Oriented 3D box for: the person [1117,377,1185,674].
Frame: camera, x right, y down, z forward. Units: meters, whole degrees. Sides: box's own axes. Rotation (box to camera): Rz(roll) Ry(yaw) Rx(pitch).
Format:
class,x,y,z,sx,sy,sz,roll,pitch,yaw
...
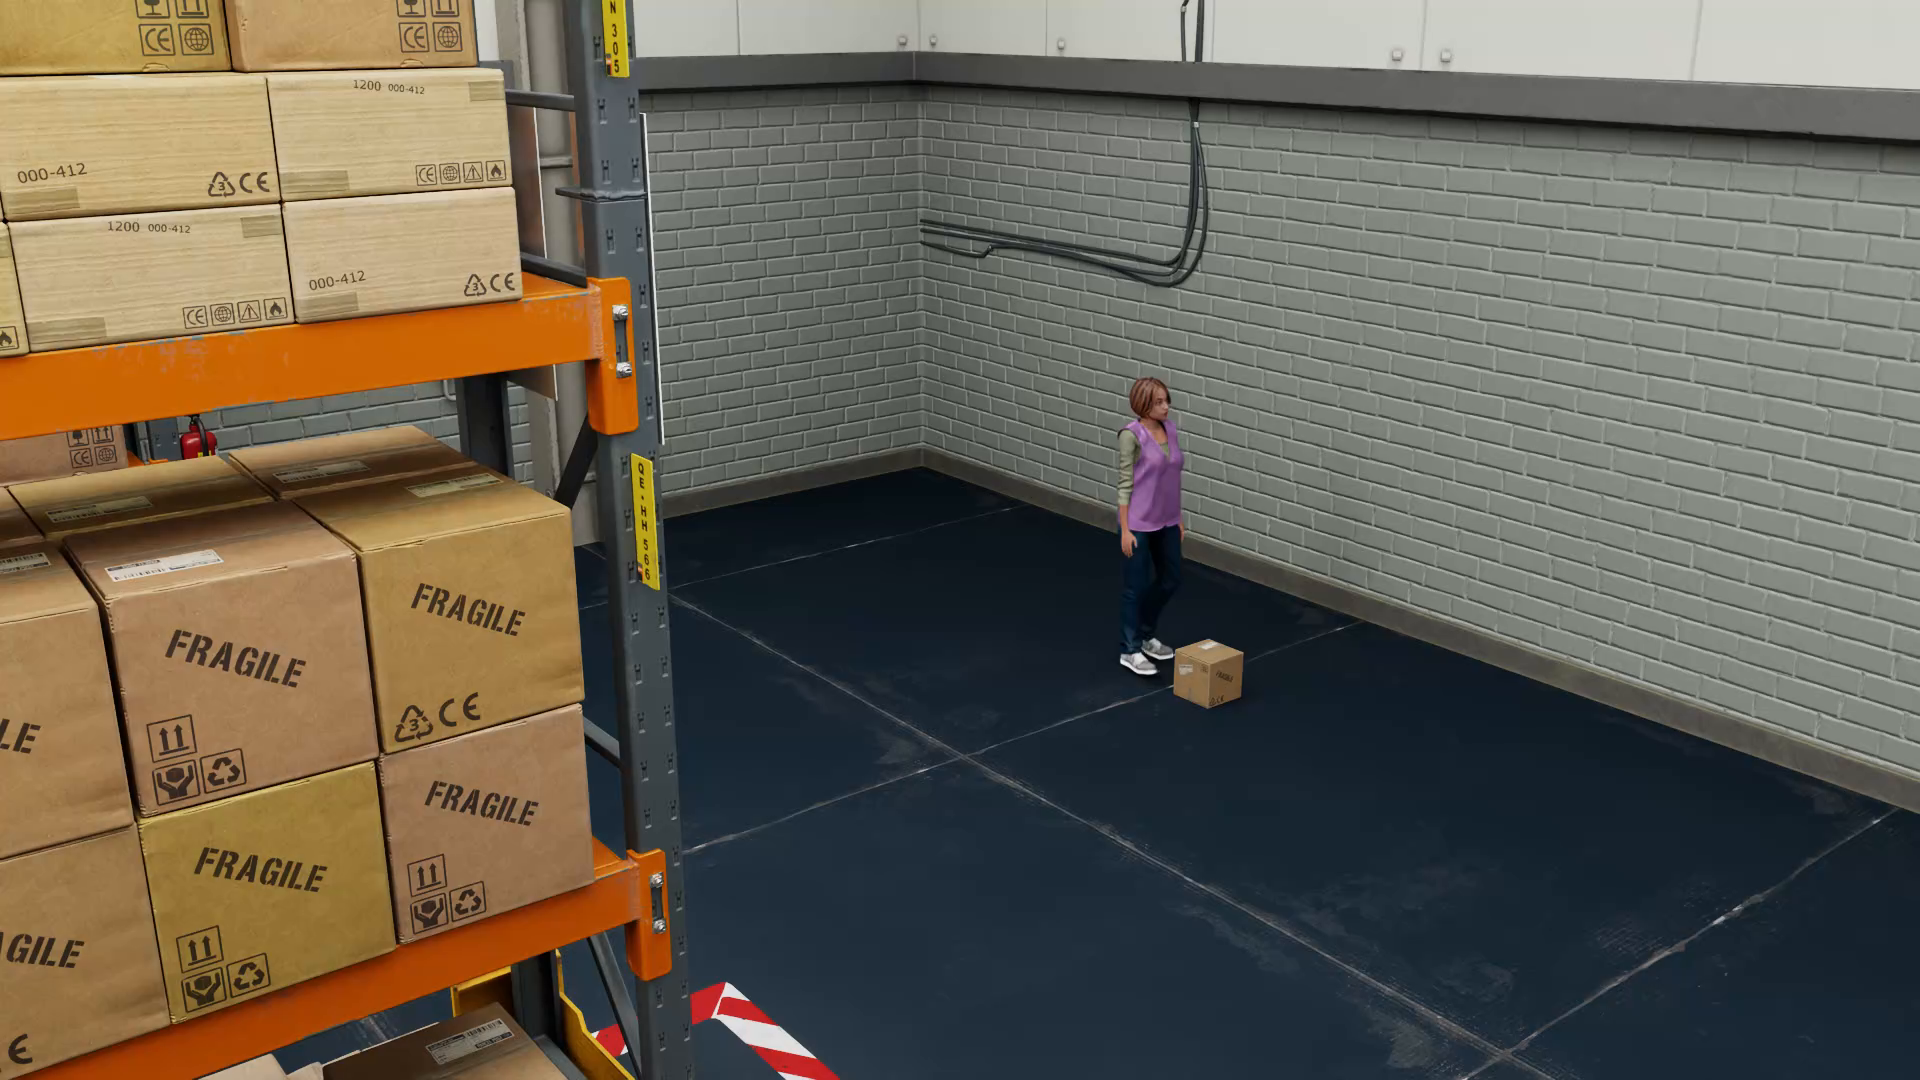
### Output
class,x,y,z,sx,sy,sz,roll,pitch,yaw
person,0.995,-0.079,8.781,0.422,1.587,0.352,-13,22,-36
